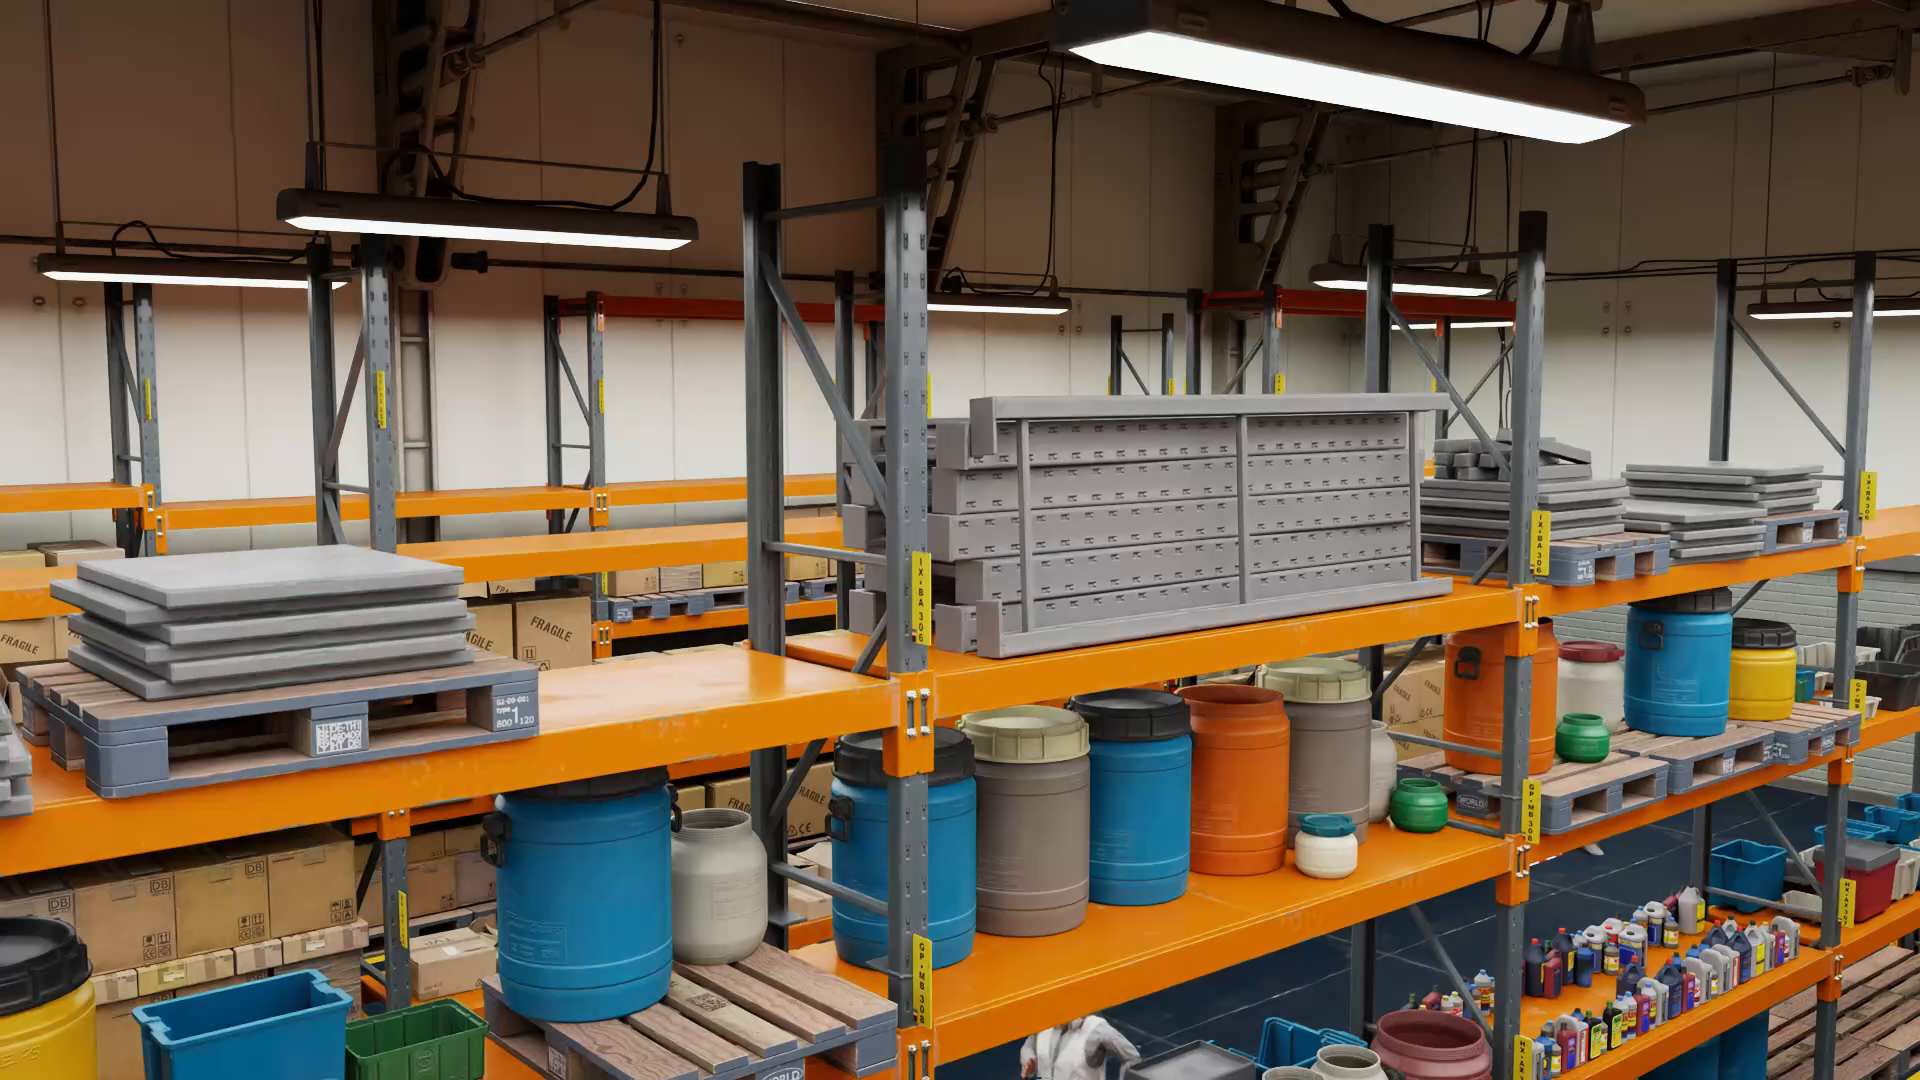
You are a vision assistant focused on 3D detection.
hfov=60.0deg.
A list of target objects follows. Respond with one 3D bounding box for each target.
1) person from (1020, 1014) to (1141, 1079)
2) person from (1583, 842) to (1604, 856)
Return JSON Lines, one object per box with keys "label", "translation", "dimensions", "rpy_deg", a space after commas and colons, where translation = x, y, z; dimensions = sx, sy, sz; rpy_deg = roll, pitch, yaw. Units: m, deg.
{"label": "person", "translation": [0.645, 3.337, 9.636], "dimensions": [0.890, 1.799, 0.691], "rpy_deg": [-5, 8, -44]}
{"label": "person", "translation": [6.721, 2.536, 18.250], "dimensions": [0.746, 1.824, 0.693], "rpy_deg": [-3, 6, -27]}
